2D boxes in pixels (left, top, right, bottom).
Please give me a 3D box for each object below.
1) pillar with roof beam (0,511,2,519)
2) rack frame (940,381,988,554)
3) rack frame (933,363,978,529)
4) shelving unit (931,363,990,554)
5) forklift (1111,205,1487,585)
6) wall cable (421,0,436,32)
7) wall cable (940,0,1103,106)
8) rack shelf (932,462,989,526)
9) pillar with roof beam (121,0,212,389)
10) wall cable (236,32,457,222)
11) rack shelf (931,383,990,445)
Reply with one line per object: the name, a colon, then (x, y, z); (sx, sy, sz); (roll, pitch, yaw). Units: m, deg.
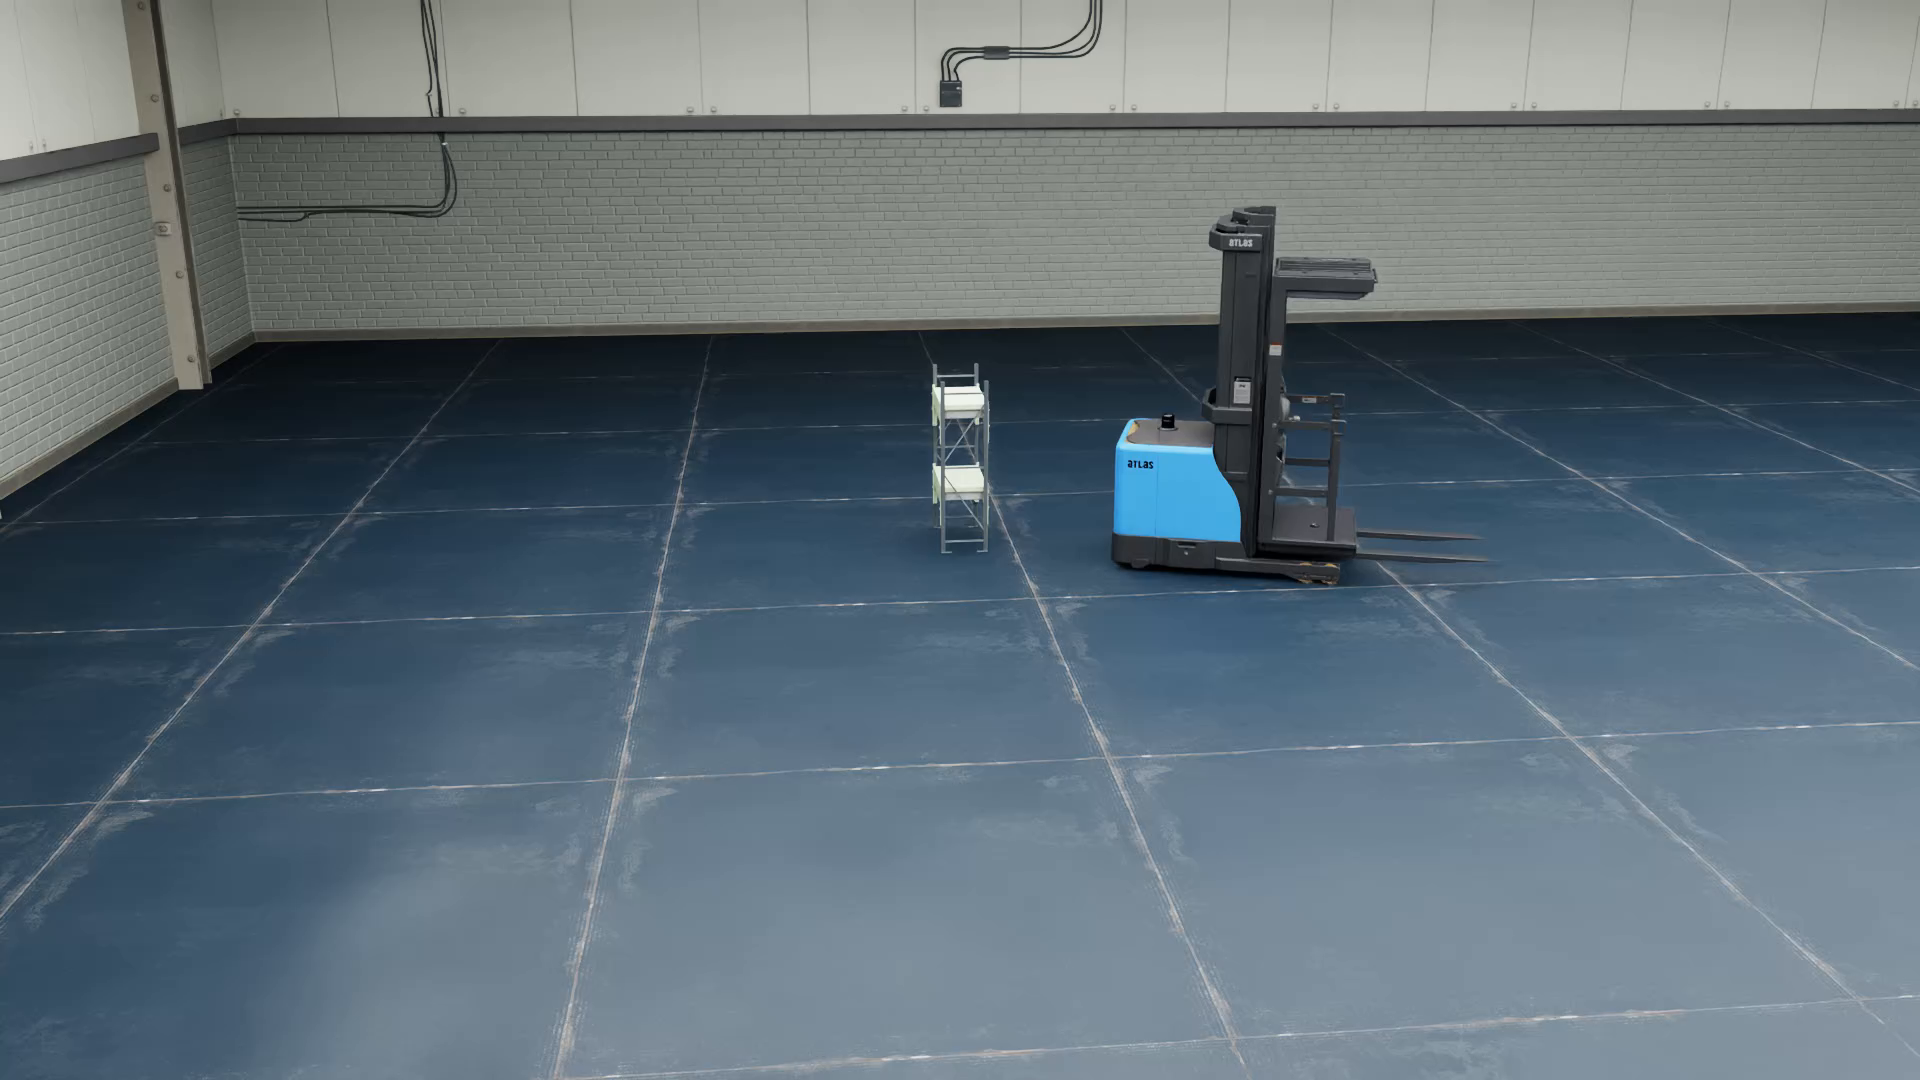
pillar with roof beam: (-4.687, -4.569, 14.208); (9.100, 9.000, 0.400); (-2, 18, -6)
rack frame: (0.037, -0.609, 14.111); (0.400, 1.500, 0.023); (-2, 18, -6)
rack frame: (-0.038, -0.827, 14.806); (0.400, 1.500, 0.023); (-2, 18, -6)
shelving unit: (-0.001, -0.718, 14.459); (0.431, 1.500, 0.755); (-2, 18, -6)
forklift: (2.837, -1.210, 13.638); (3.031, 2.935, 1.130); (4, 18, 11)
wall cable: (-5.885, -8.154, 22.379); (3.097, 2.526, 0.112); (-2, 18, -6)
wall cable: (0.868, -9.054, 22.814); (2.305, 6.003, 0.169); (-2, 18, -6)
rack shelf: (-0.001, -0.407, 14.556); (0.431, 0.370, 0.720); (-2, 18, -6)
pillar with roof beam: (-5.306, -6.357, 19.902); (9.100, 9.000, 0.400); (-2, 18, -6)
wall cable: (-8.576, -5.661, 22.870); (3.097, 2.526, 0.112); (-2, 18, -6)
rack shelf: (-0.001, -1.090, 14.342); (0.431, 0.370, 0.720); (-2, 18, -6)
